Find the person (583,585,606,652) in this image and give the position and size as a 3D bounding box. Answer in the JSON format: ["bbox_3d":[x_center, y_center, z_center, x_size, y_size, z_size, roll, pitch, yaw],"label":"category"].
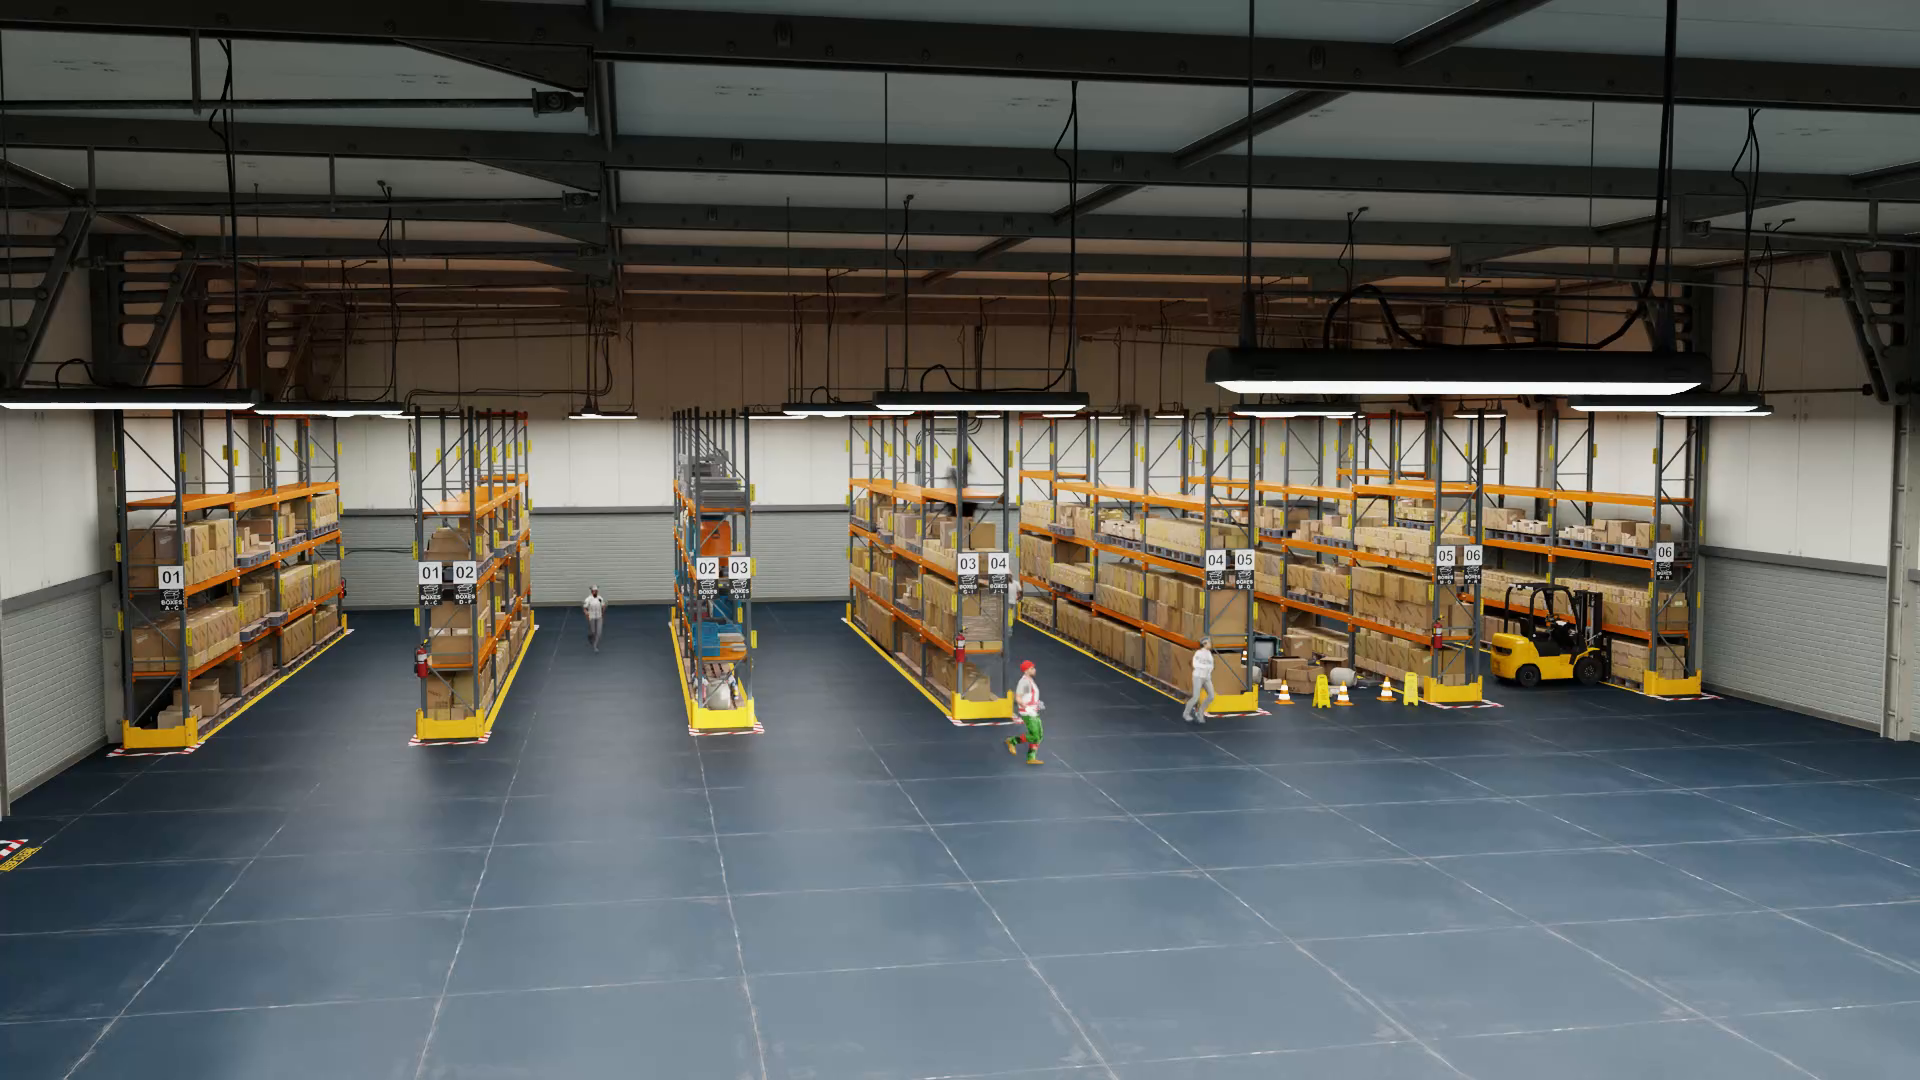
[{"bbox_3d":[-9.132,1.947,41.584,0.575,1.665,0.611,-2,5,-26],"label":"person"}]

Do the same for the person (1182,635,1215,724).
[{"bbox_3d":[4.651,2.651,31.692,0.622,1.683,0.647,-3,5,-39],"label":"person"}]

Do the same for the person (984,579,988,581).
[{"bbox_3d":[0.468,1.427,48.453,0.740,1.697,0.941,2,4,22],"label":"person"}]

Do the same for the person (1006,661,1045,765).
[{"bbox_3d":[1.101,2.881,27.807,0.640,1.744,0.662,1,4,15],"label":"person"}]

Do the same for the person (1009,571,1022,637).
[{"bbox_3d":[1.338,1.692,44.599,0.692,1.754,0.751,0,4,-5],"label":"person"}]
